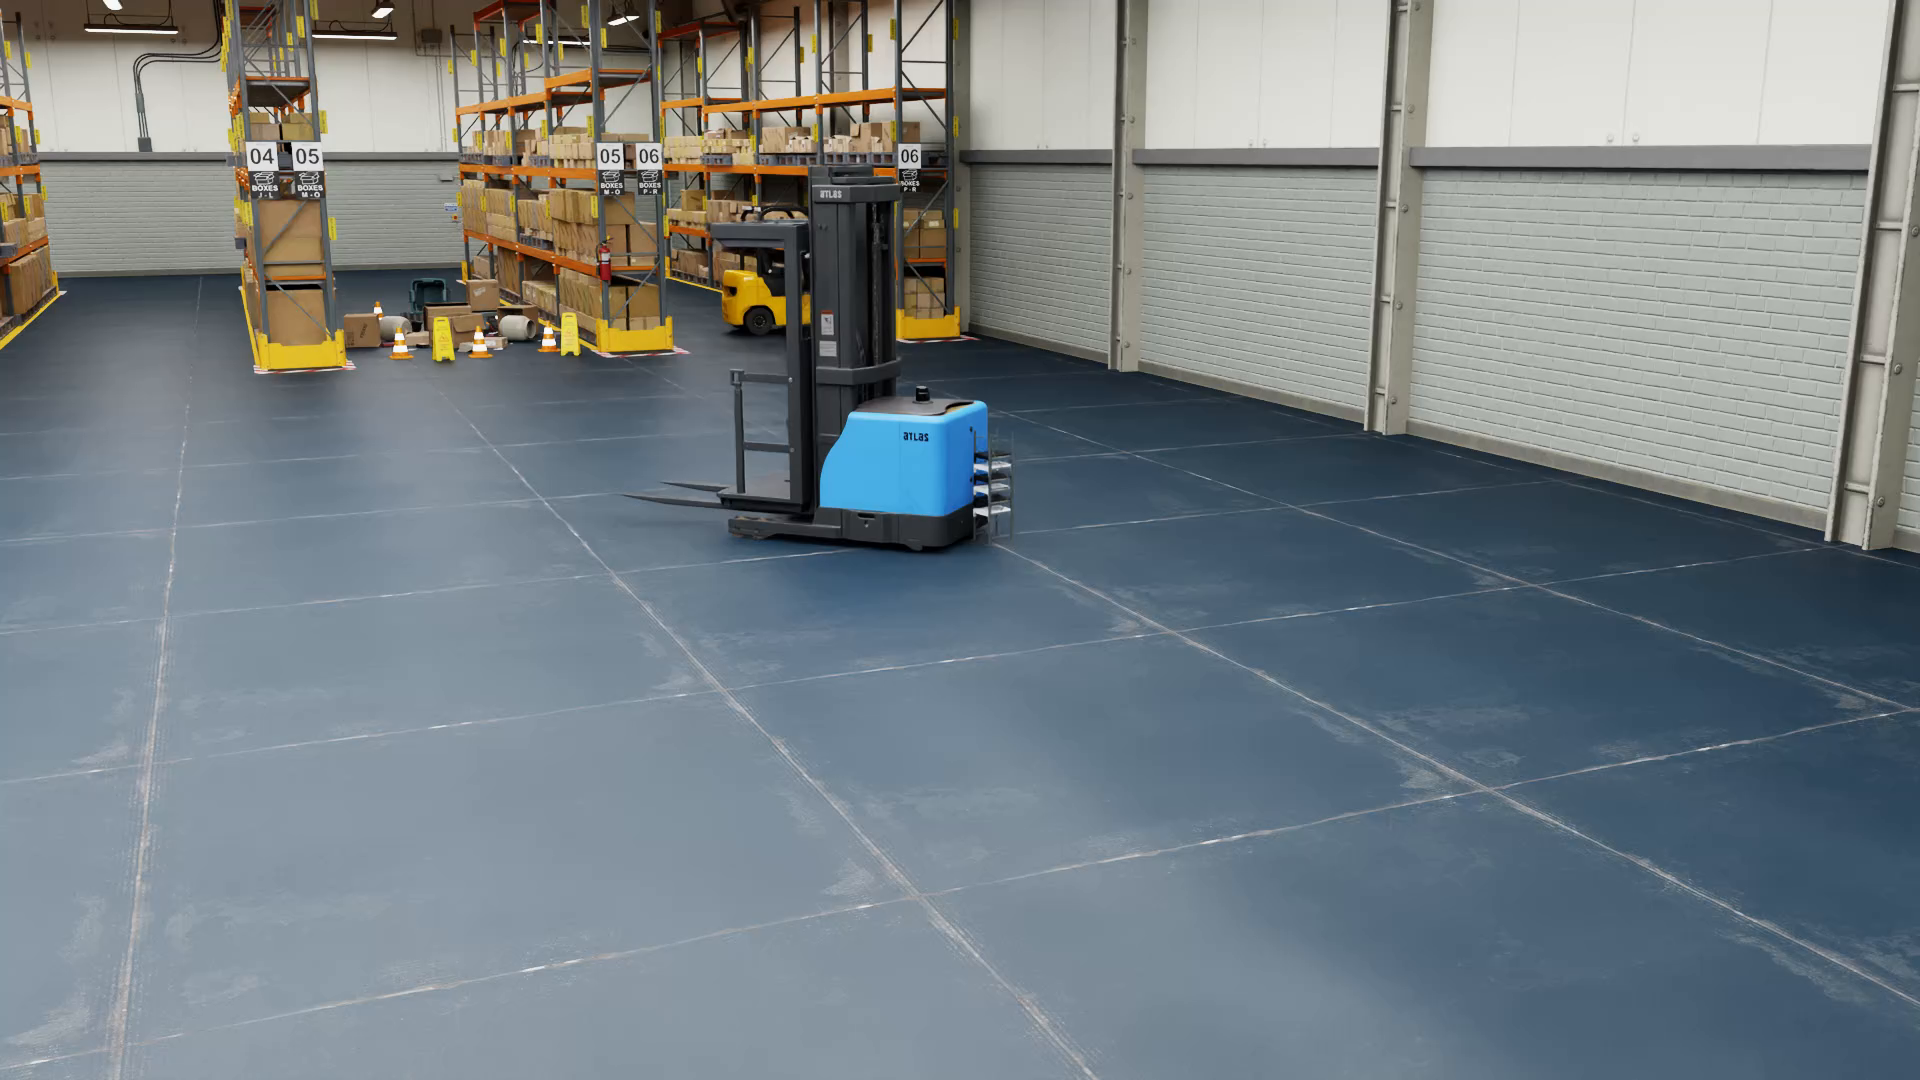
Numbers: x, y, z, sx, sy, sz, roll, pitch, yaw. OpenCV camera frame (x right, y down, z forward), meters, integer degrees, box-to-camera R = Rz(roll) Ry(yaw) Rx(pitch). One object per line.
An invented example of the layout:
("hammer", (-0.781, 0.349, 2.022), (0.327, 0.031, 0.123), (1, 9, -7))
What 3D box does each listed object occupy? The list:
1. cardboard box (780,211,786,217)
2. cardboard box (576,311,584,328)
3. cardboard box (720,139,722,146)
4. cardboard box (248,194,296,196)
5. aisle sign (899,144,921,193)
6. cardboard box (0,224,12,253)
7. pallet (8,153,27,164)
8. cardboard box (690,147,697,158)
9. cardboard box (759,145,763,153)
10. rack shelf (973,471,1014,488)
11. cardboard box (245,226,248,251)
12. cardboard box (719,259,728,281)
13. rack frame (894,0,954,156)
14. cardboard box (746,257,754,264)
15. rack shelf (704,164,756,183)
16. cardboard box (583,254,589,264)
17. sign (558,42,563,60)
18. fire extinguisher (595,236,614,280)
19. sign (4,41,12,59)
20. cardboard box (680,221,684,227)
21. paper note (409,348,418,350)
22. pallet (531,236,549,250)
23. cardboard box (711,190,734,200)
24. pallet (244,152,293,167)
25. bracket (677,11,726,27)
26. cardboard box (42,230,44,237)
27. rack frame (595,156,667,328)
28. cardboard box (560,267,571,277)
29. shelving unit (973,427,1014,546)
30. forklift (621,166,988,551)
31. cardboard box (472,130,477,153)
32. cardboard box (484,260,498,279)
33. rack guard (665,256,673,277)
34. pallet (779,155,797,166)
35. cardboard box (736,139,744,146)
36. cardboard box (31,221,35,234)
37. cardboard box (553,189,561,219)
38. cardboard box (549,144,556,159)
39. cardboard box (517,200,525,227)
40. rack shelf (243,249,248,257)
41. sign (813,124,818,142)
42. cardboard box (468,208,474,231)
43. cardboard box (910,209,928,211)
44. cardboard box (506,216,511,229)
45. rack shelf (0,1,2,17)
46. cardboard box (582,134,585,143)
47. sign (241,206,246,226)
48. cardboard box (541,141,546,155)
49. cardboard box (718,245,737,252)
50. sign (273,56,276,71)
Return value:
("cardboard box", (-3.409, -6.589, 33.524), (0.380, 0.149, 0.250), (-5, 14, -22))
("cardboard box", (-6.121, -3.703, 27.884), (0.500, 0.250, 0.500), (-6, 14, -25))
("cardboard box", (-5.099, -8.784, 36.764), (0.380, 0.149, 0.250), (-6, 14, -23))
("cardboard box", (-11.117, -5.358, 27.142), (0.875, 0.550, 0.550), (-6, 14, -23))
("aisle sign", (-0.832, -6.156, 27.549), (0.394, 0.787, 0.004), (-6, 14, -23))
("cardboard box", (-17.366, -5.411, 29.877), (0.500, 0.500, 0.500), (-5, 14, -21))
("pallet", (-19.341, -7.652, 33.325), (1.003, 0.211, 1.213), (-6, 14, -23))
("cardboard box", (-6.036, -9.125, 39.165), (0.500, 0.250, 0.500), (-6, 14, -25))
("cardboard box", (-3.932, -8.083, 34.356), (0.380, 0.166, 0.250), (-6, 14, -23))
("rack shelf", (0.265, -0.479, 13.193), (0.258, 0.077, 0.200), (-9, 16, -35))
("cardboard box", (-12.696, -5.492, 30.224), (0.500, 0.500, 0.500), (-6, 14, -24))
("cardboard box", (-5.186, -6.166, 37.970), (0.500, 0.500, 0.500), (-6, 14, -24))
("rack frame", (-0.589, -7.852, 27.338), (1.000, 3.000, 0.127), (-6, 14, -23))
("cardboard box", (-4.426, -6.076, 36.143), (0.380, 0.149, 0.250), (-6, 14, -25))
("rack shelf", (-4.595, -8.106, 36.684), (1.077, 0.370, 4.000), (-6, 14, -23))
("cardboard box", (-5.898, -4.563, 26.991), (0.380, 0.149, 0.250), (-5, 14, -22))
("sign", (-7.847, -9.600, 32.646), (0.100, 0.325, 0.005), (-6, 14, -23))
("fire extinguisher", (-5.512, -4.377, 25.801), (0.296, 0.674, 0.183), (-6, 14, -23))
("sign", (-18.530, -9.532, 32.351), (0.100, 0.325, 0.005), (-6, 14, -23))
("cardboard box", (-6.647, -7.749, 40.756), (0.380, 0.149, 0.250), (-6, 14, -25))
("paper note", (-8.686, -3.033, 26.413), (0.144, 0.017, 0.142), (-1, 13, -4))
("pallet", (-7.510, -5.634, 31.486), (1.003, 0.211, 1.213), (-6, 14, -23))
("cardboard box", (-5.749, -8.177, 40.059), (0.500, 0.500, 0.500), (-6, 14, -25))
("pallet", (-9.937, -5.583, 24.382), (1.003, 0.211, 1.213), (-6, 14, -23))
("bracket", (-6.372, -12.896, 41.150), (0.076, 0.066, 4.783), (-6, 14, -23))
("cardboard box", (-19.876, -6.567, 35.648), (0.380, 0.149, 0.250), (-5, 14, -22))
("rack frame", (-5.135, -4.480, 26.074), (1.000, 3.000, 0.127), (-6, 14, -23))
("cardboard box", (-6.754, -4.675, 28.983), (0.380, 0.149, 0.250), (-5, 14, -22))
("shelving unit", (0.265, -0.424, 13.206), (0.258, 0.900, 0.210), (-9, 16, -35))
("forklift", (-1.333, -1.535, 13.502), (3.031, 2.935, 1.130), (5, 14, 21))
("cardboard box", (-10.875, -9.119, 38.091), (0.500, 0.500, 0.500), (-5, 14, -22))
("cardboard box", (-10.455, -6.240, 38.429), (0.875, 0.438, 0.875), (-6, 14, -25))
("rack guard", (-6.968, -7.001, 42.512), (1.175, 0.500, 0.348), (-6, 14, -23))
("pallet", (-2.989, -7.588, 33.271), (1.003, 0.211, 1.213), (-5, 14, -20))
("cardboard box", (-4.619, -8.570, 35.882), (0.380, 0.149, 0.250), (-6, 14, -24))
("cardboard box", (-19.165, -6.360, 33.870), (0.500, 0.250, 0.500), (-6, 14, -23))
("cardboard box", (-6.576, -5.769, 28.546), (0.700, 0.500, 0.500), (-6, 14, -23))
("cardboard box", (-6.812, -6.724, 28.791), (0.500, 0.250, 0.500), (-6, 14, -24))
("cardboard box", (-8.372, -6.417, 32.632), (0.500, 0.500, 0.500), (-6, 14, -25))
("rack shelf", (-13.636, -5.728, 33.060), (1.077, 0.370, 4.000), (-6, 14, -23))
("sign", (-2.685, -7.571, 30.933), (0.100, 0.325, 0.005), (-6, 14, -23))
("cardboard box", (-11.200, -7.501, 38.904), (0.500, 0.500, 0.500), (-6, 14, -23))
("cardboard box", (-0.720, -5.638, 28.757), (0.380, 0.149, 0.250), (-5, 14, -22))
("cardboard box", (-8.976, -6.486, 33.966), (0.500, 0.250, 0.500), (-6, 14, -24))
("rack shelf", (-18.221, -9.842, 30.164), (1.077, 0.370, 4.000), (-6, 14, -23))
("cardboard box", (-5.874, -6.467, 26.795), (0.380, 0.149, 0.250), (-6, 14, -23))
("sign", (-11.726, -5.313, 27.281), (0.100, 0.325, 0.005), (-6, 14, -23))
("cardboard box", (-7.303, -7.112, 30.195), (0.500, 0.250, 0.500), (-5, 14, -22))
("cardboard box", (-5.348, -6.709, 38.217), (0.380, 0.149, 0.250), (-6, 14, -26))
("sign", (-15.523, -10.819, 37.734), (0.100, 0.325, 0.005), (-6, 14, -23))
